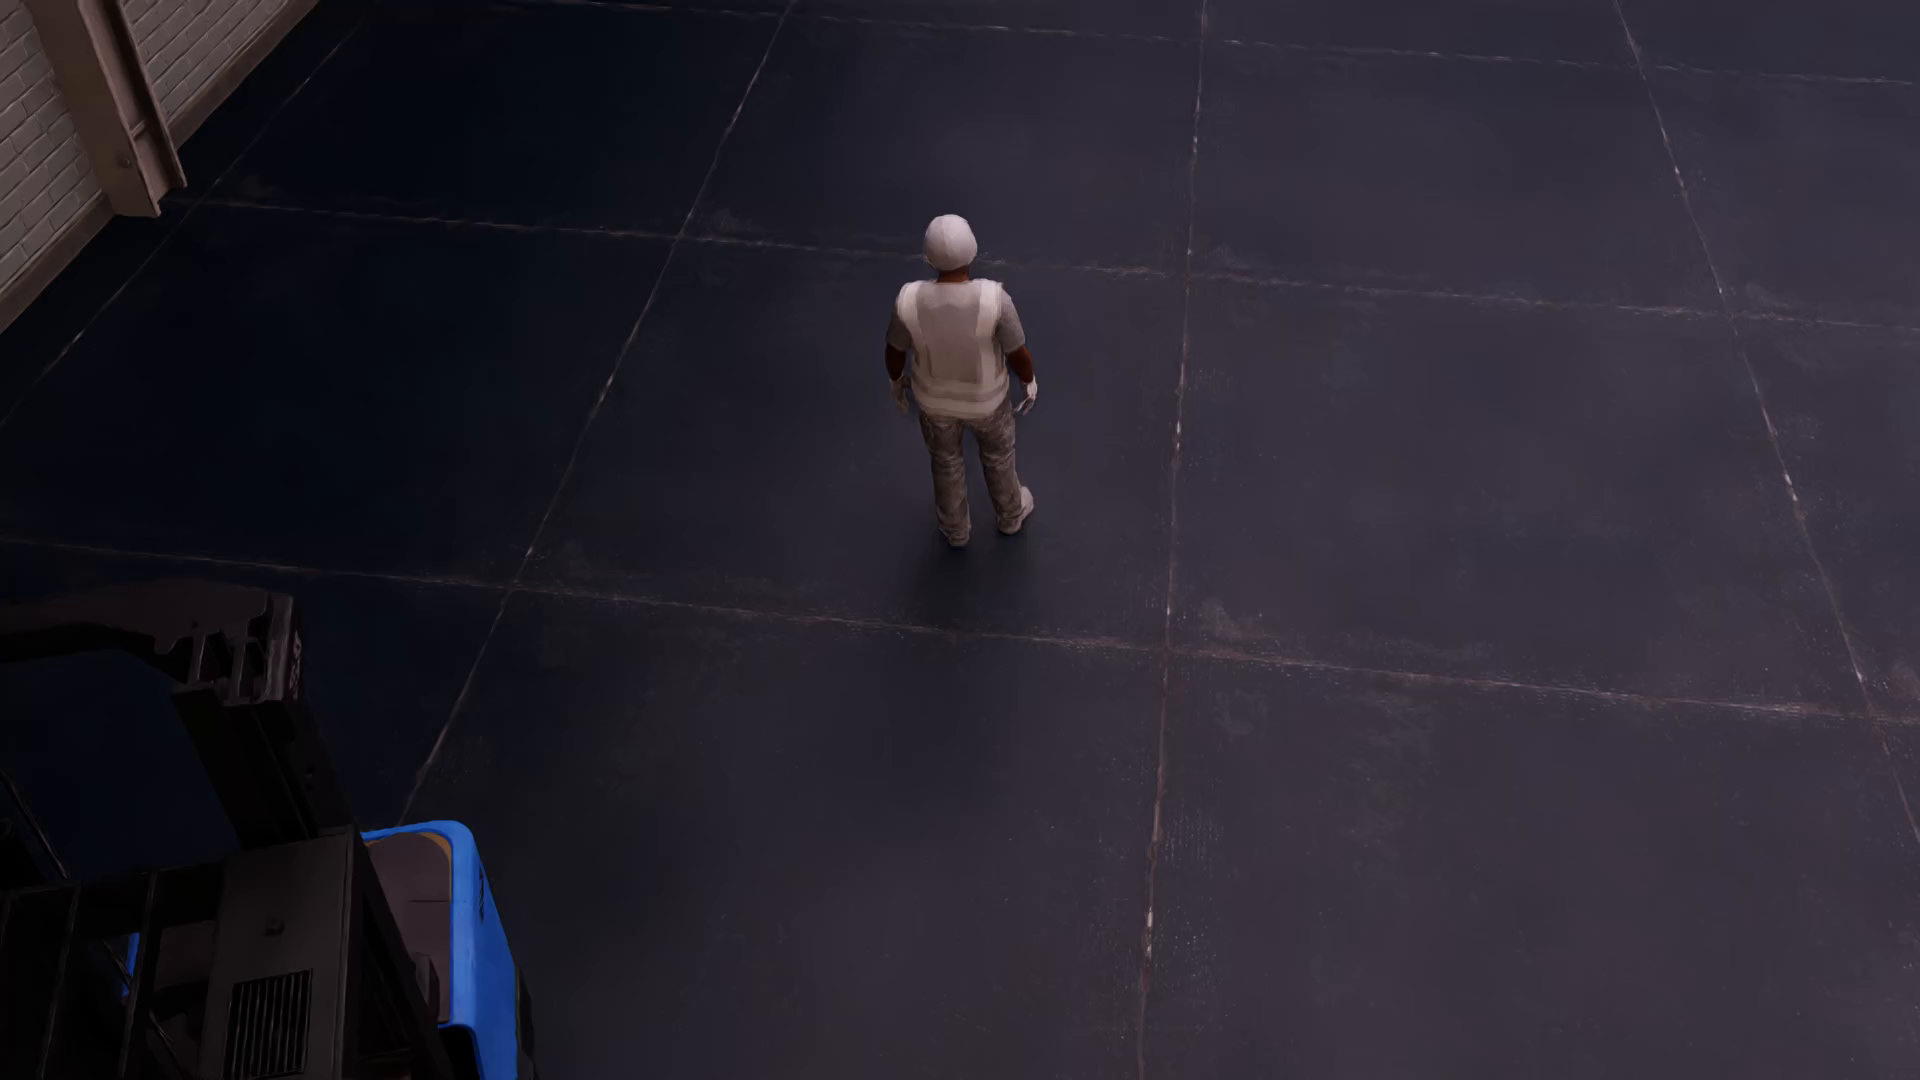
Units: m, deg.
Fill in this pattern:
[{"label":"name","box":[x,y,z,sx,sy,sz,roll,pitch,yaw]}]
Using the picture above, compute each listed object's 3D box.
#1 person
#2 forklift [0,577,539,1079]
[{"label":"person","box":[0.017,-0.709,7.335,0.655,1.782,0.576,5,43,6]},{"label":"forklift","box":[-1.754,1.642,3.937,1.130,2.935,3.031,-8,43,-9]}]
